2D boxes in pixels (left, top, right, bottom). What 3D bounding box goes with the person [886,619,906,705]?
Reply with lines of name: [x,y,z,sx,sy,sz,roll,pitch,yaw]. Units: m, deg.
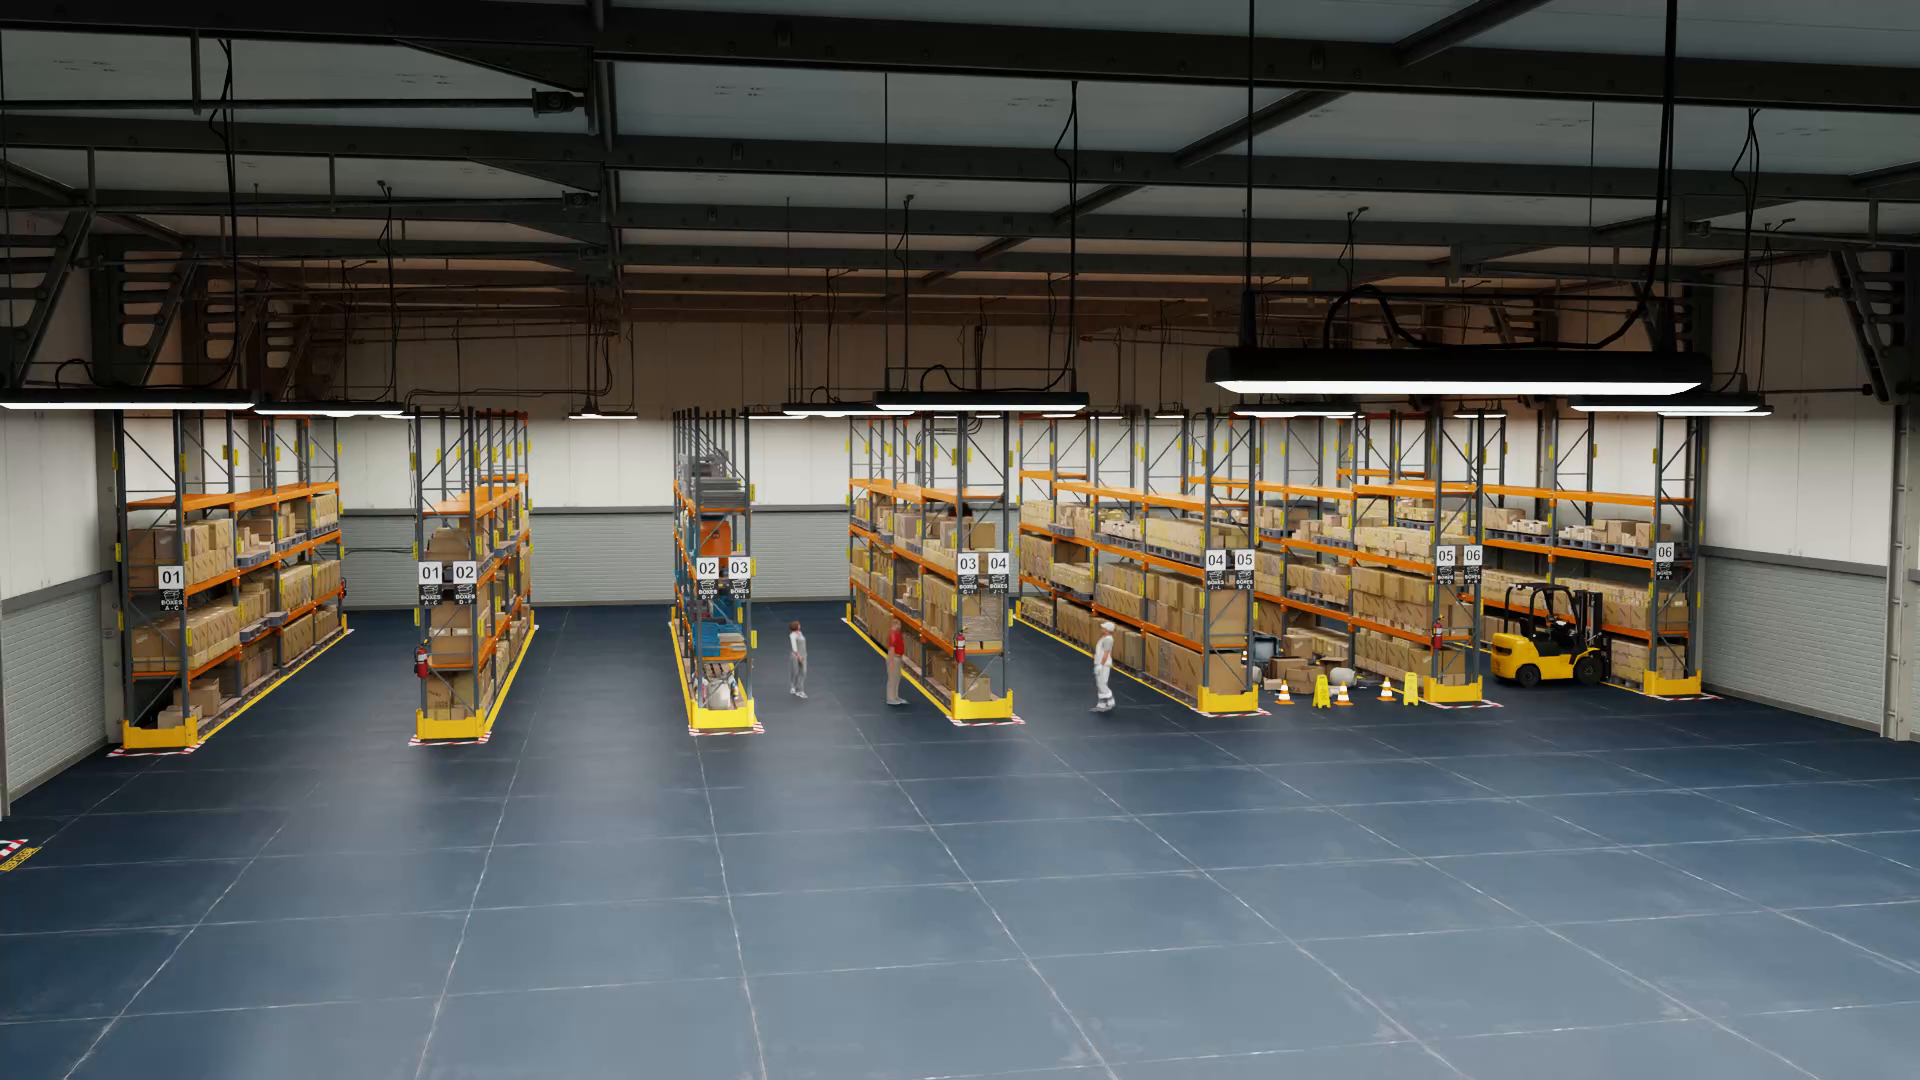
person: [-1.312,2.462,33.702,0.379,1.736,0.610,0,4,3]

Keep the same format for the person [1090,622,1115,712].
person: [2.791,2.496,32.784,0.498,1.787,0.633,-2,4,-22]

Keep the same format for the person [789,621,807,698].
person: [-3.373,2.478,34.724,0.422,1.589,0.653,-4,5,-41]
